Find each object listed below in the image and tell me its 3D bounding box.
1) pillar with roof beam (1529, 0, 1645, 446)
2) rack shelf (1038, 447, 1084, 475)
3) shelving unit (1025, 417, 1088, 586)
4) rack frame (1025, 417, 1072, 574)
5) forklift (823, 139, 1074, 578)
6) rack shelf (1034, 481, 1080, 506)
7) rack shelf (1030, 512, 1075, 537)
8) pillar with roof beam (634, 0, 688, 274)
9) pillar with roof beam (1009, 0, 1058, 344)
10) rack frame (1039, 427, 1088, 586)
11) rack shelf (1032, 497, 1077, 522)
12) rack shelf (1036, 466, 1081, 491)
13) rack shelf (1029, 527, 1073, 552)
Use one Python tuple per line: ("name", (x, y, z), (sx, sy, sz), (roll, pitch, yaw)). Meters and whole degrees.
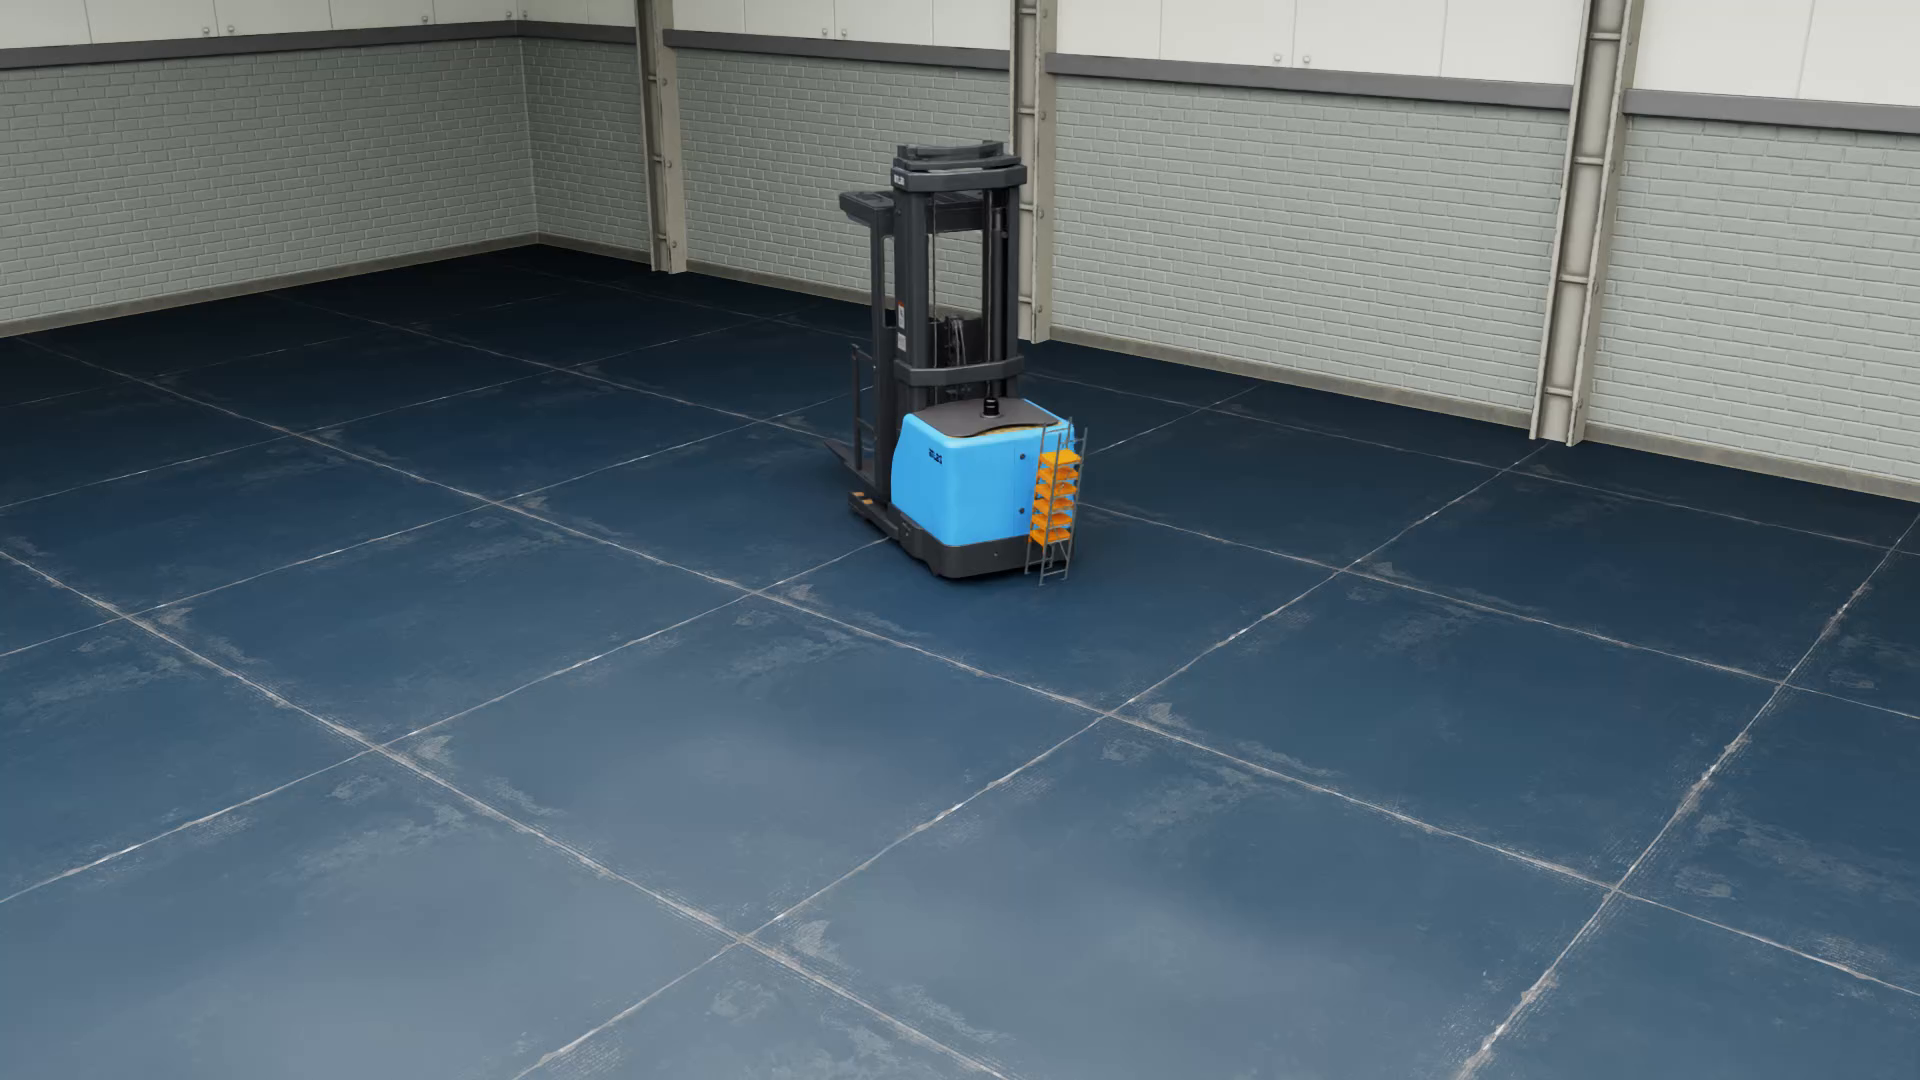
("pillar with roof beam", (2.700, -3.956, 10.406), (0.400, 9.000, 9.100), (16, 26, 36))
("rack shelf", (0.696, -0.537, 11.487), (0.258, 0.103, 0.180), (-13, 34, -30))
("shelving unit", (0.668, -0.261, 11.638), (0.258, 1.200, 0.189), (-13, 34, -30))
("rack frame", (0.619, -0.302, 11.704), (0.240, 1.200, 0.006), (-13, 34, -30))
("forklift", (-0.241, -1.585, 12.717), (1.130, 2.935, 3.031), (-9, 23, -23))
("rack shelf", (0.675, -0.328, 11.602), (0.258, 0.103, 0.180), (-13, 34, -30))
("rack shelf", (0.653, -0.118, 11.717), (0.258, 0.103, 0.180), (-13, 34, -30))
("pillar with roof beam", (-6.597, -6.634, 17.506), (0.400, 9.000, 9.100), (16, 26, 36))
("pillar with roof beam", (-1.949, -5.295, 13.956), (0.400, 9.000, 9.100), (16, 26, 36))
("rack frame", (0.717, -0.221, 11.572), (0.240, 1.200, 0.006), (-13, 34, -30))
("rack shelf", (0.664, -0.223, 11.659), (0.258, 0.103, 0.180), (-13, 34, -30))
("rack shelf", (0.685, -0.432, 11.545), (0.258, 0.103, 0.180), (-13, 34, -30))
("rack shelf", (0.642, -0.013, 11.774), (0.258, 0.103, 0.180), (-13, 34, -30))
